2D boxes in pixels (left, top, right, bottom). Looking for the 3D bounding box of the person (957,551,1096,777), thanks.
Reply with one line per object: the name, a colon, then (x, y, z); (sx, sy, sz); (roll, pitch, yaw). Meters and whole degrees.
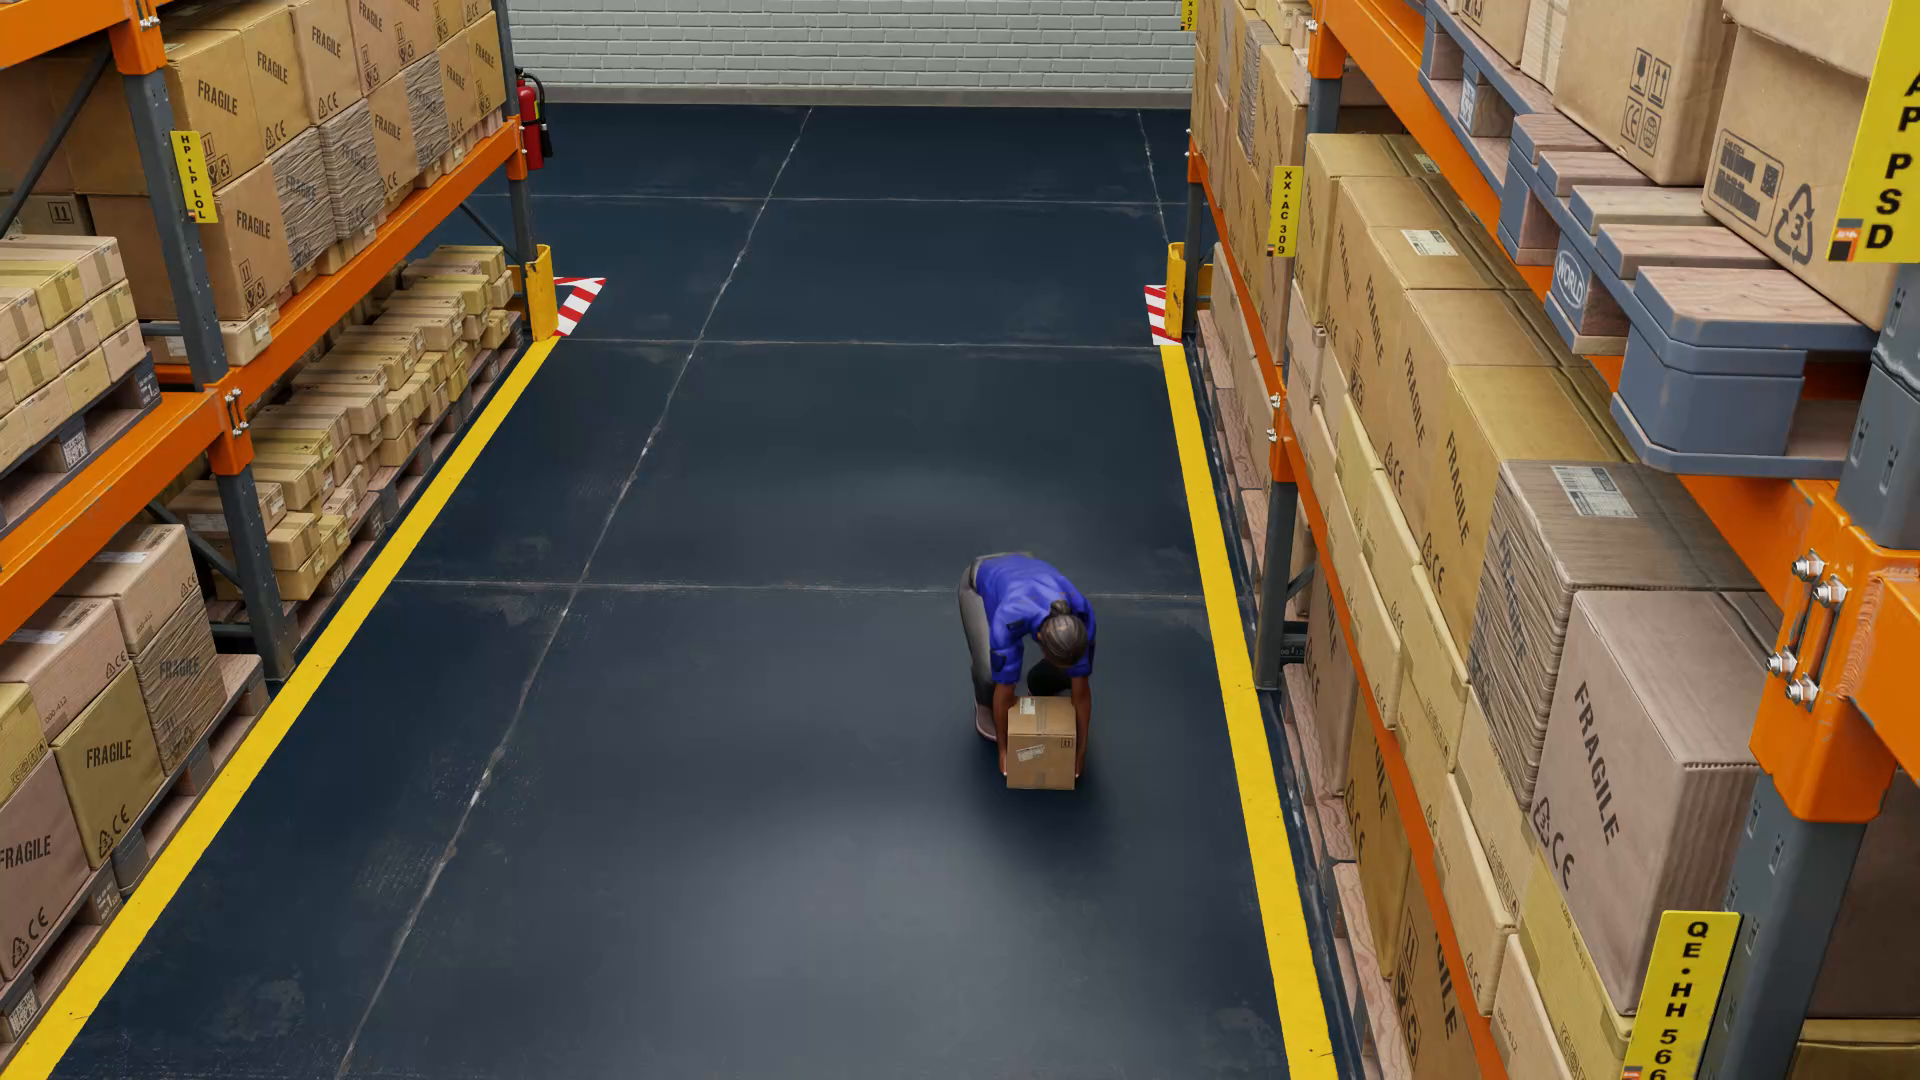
person: (0.262, 0.436, 6.303); (0.451, 0.757, 0.861); (-6, 29, -12)
